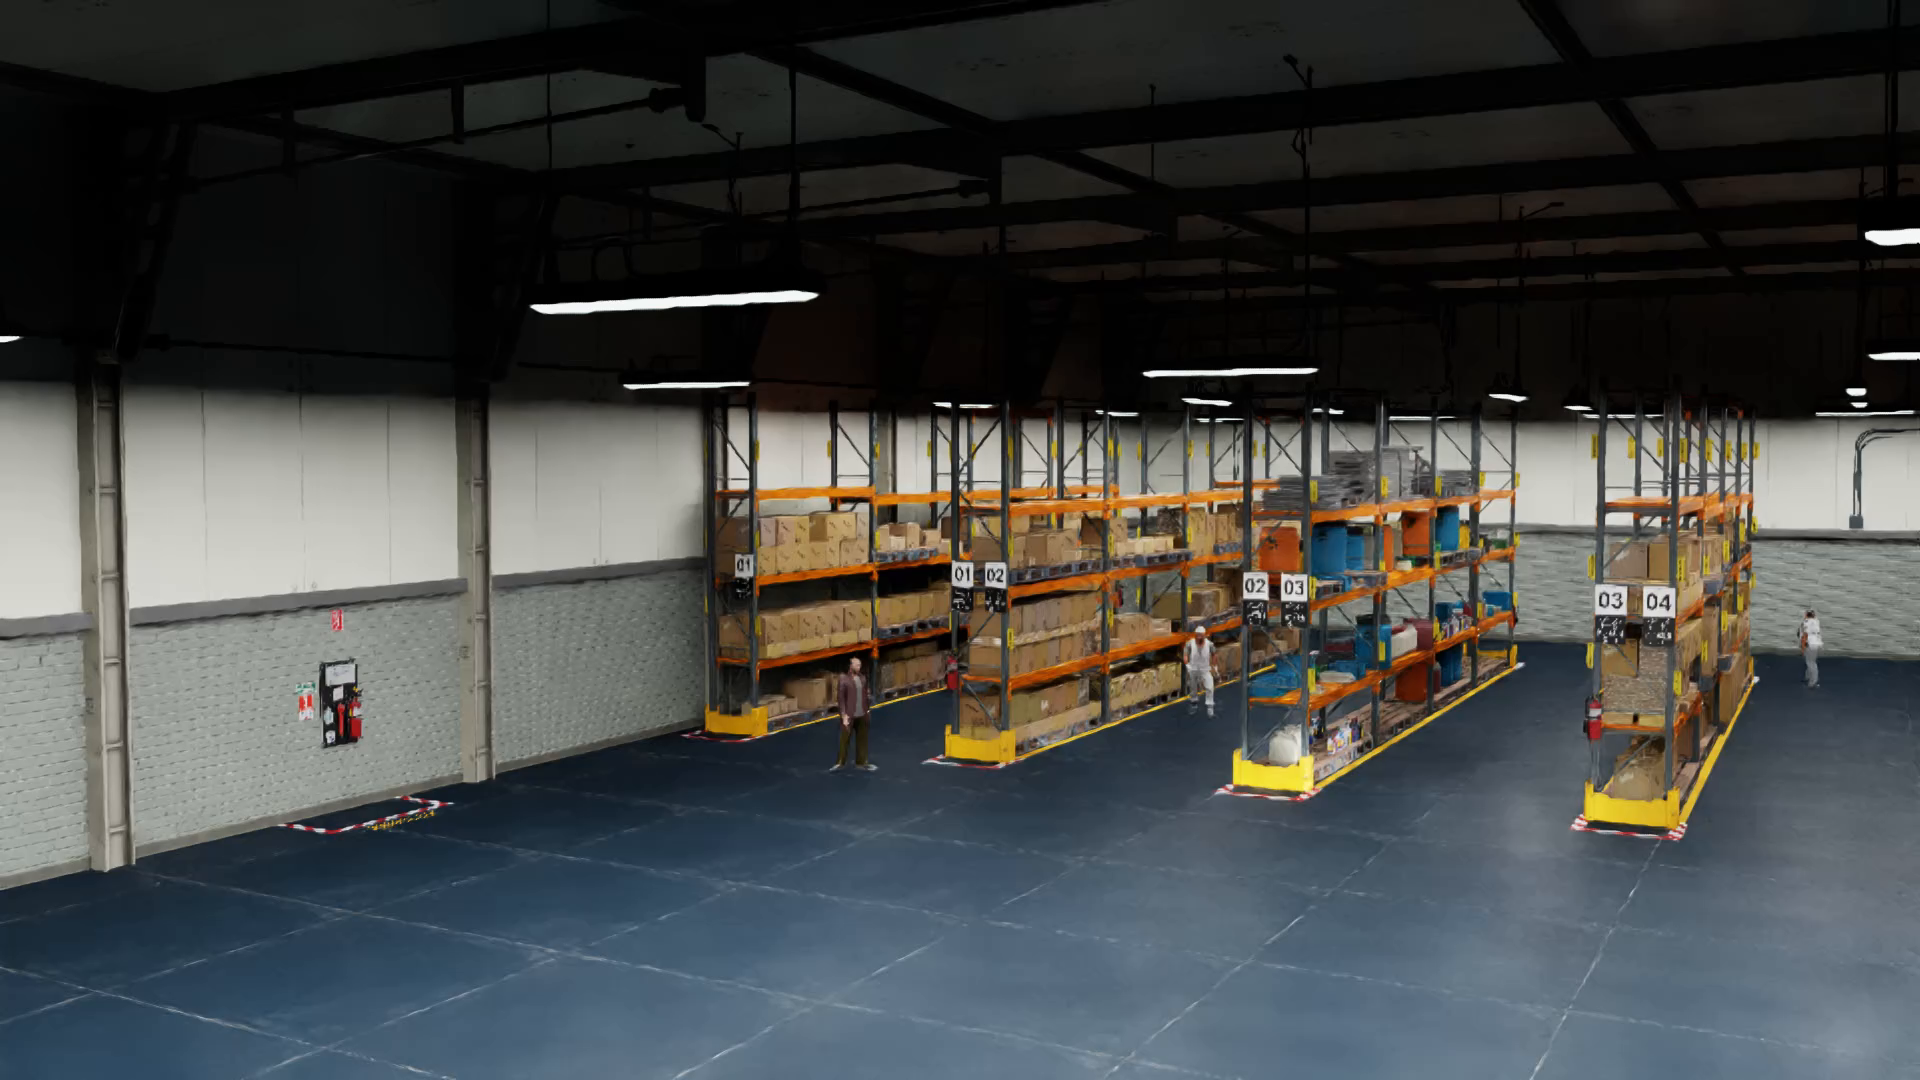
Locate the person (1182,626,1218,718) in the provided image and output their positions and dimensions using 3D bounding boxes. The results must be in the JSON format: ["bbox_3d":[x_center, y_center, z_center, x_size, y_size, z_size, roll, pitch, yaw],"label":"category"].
[{"bbox_3d":[4.511,2.448,31.176,0.676,1.719,0.842,1,3,12],"label":"person"}]

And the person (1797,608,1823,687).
[{"bbox_3d":[18.006,2.256,35.263,0.577,1.657,0.557,-3,4,-39],"label":"person"}]

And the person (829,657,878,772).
[{"bbox_3d":[-1.688,2.706,25.843,0.740,1.779,0.454,-2,4,-35],"label":"person"}]
